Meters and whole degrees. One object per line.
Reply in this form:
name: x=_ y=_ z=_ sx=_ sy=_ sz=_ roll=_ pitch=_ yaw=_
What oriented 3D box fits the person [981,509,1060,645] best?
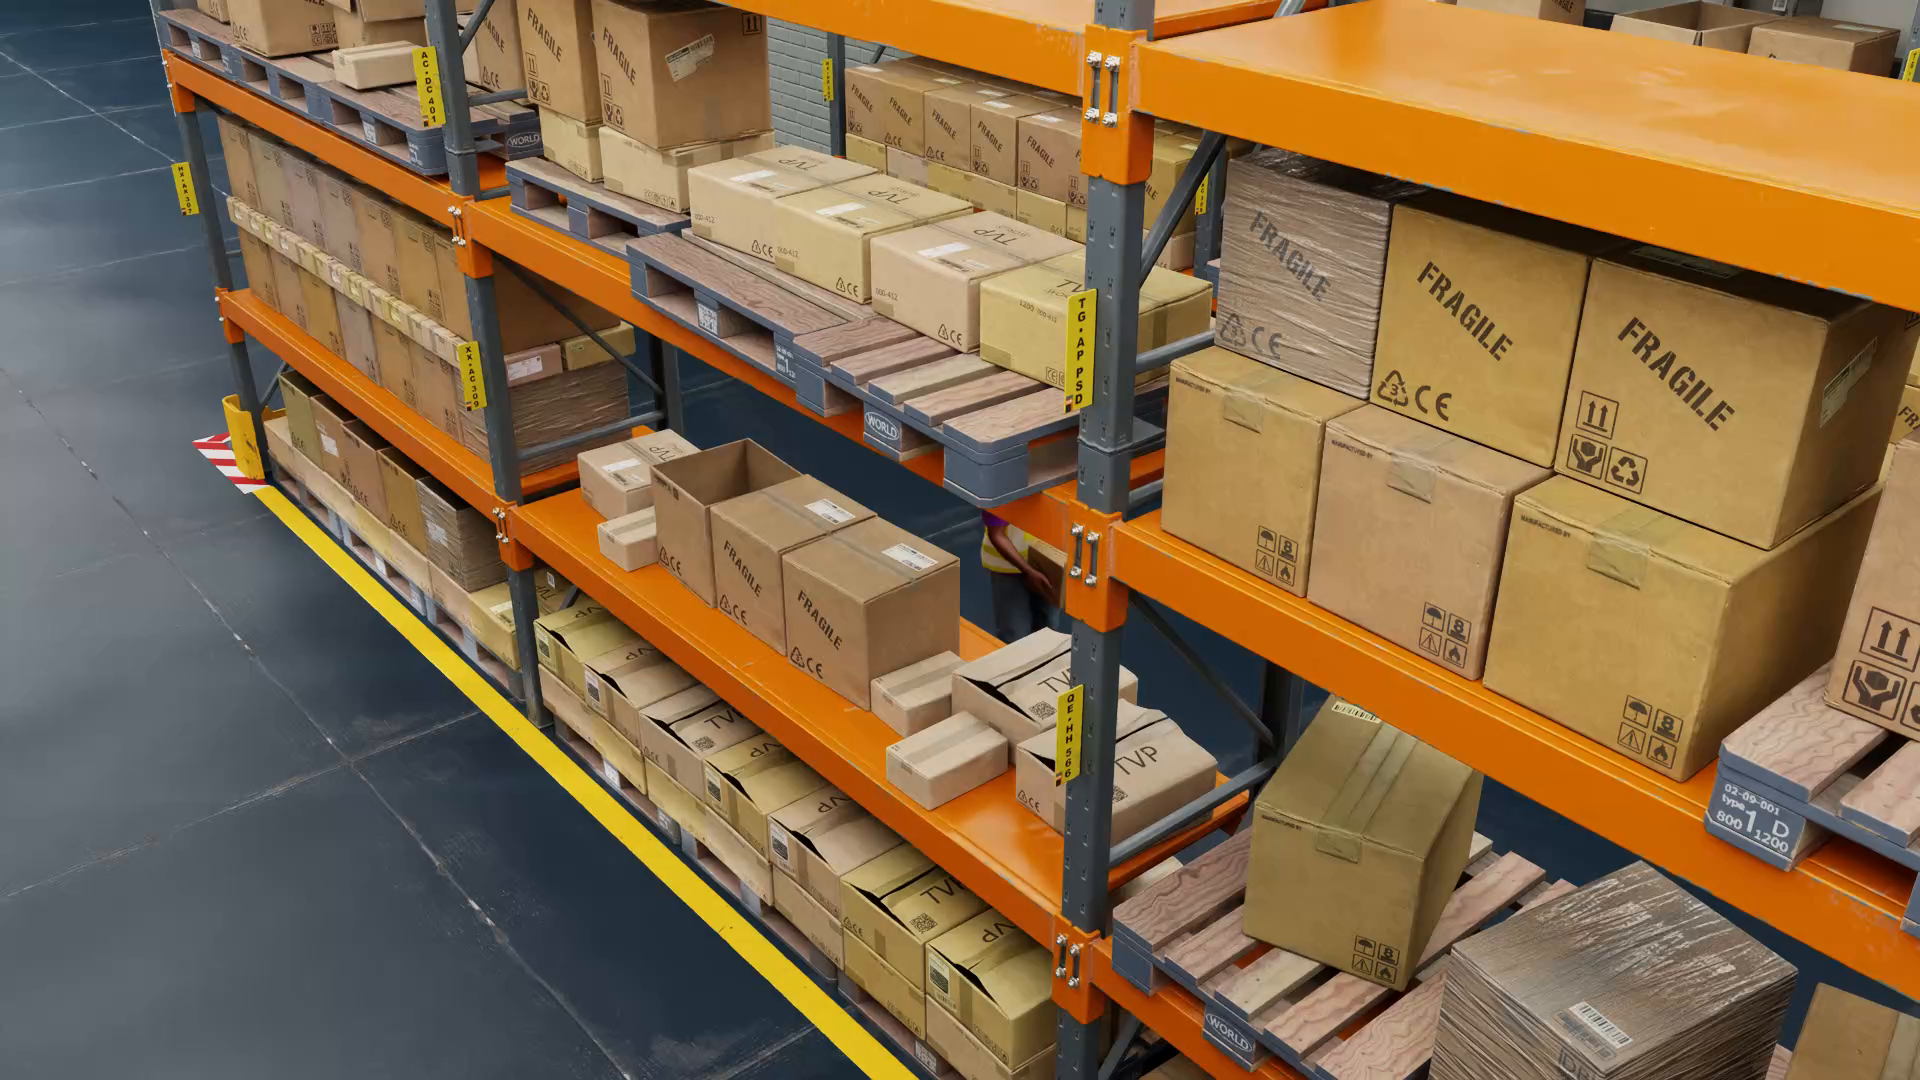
person: x=0.380 y=0.143 z=8.326 sx=0.548 sy=1.770 sz=0.541 roll=-22 pitch=35 yaw=-35
